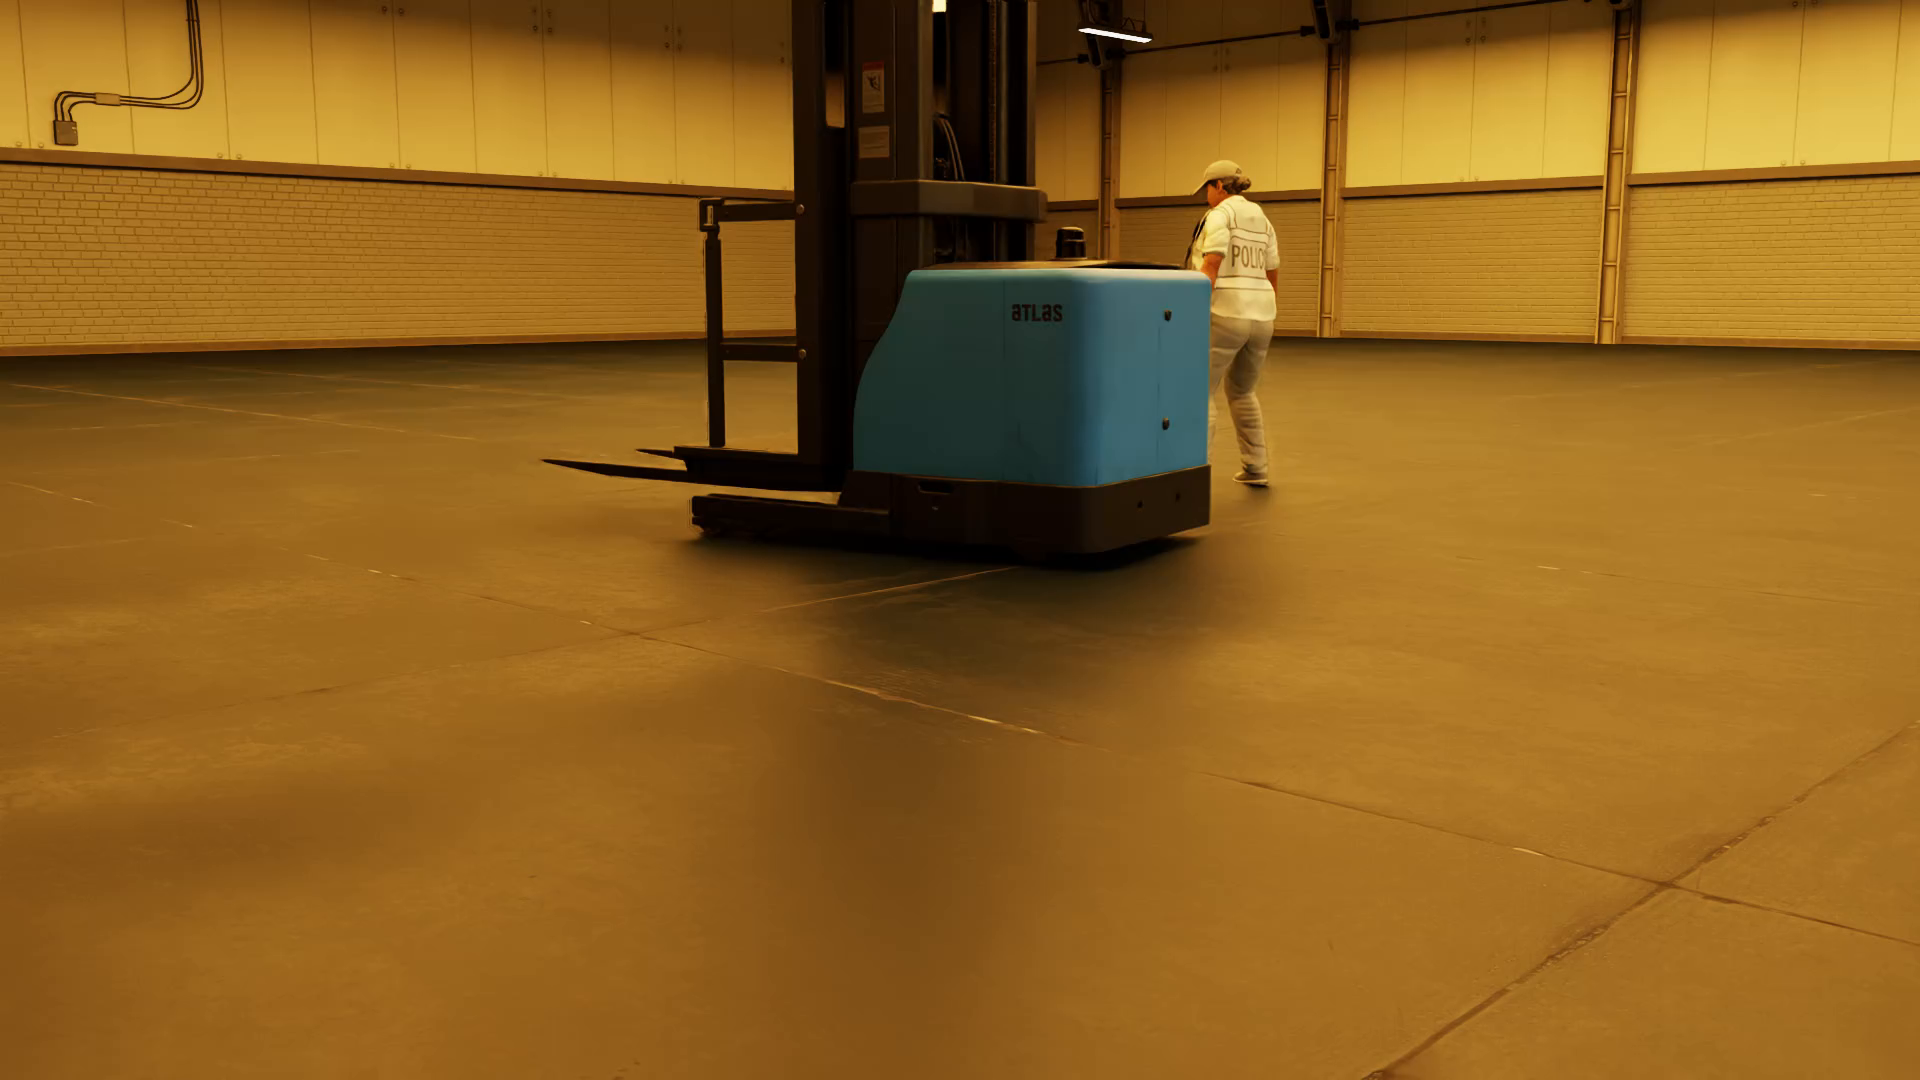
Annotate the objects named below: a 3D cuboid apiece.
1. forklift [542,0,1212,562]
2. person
[{"bbox_3d":[-0.498,-1.514,6.927,3.031,2.935,1.130,6,10,34],"label":"forklift"},{"bbox_3d":[1.316,-1.074,8.366,0.778,1.651,0.468,-7,11,-40],"label":"person"}]
